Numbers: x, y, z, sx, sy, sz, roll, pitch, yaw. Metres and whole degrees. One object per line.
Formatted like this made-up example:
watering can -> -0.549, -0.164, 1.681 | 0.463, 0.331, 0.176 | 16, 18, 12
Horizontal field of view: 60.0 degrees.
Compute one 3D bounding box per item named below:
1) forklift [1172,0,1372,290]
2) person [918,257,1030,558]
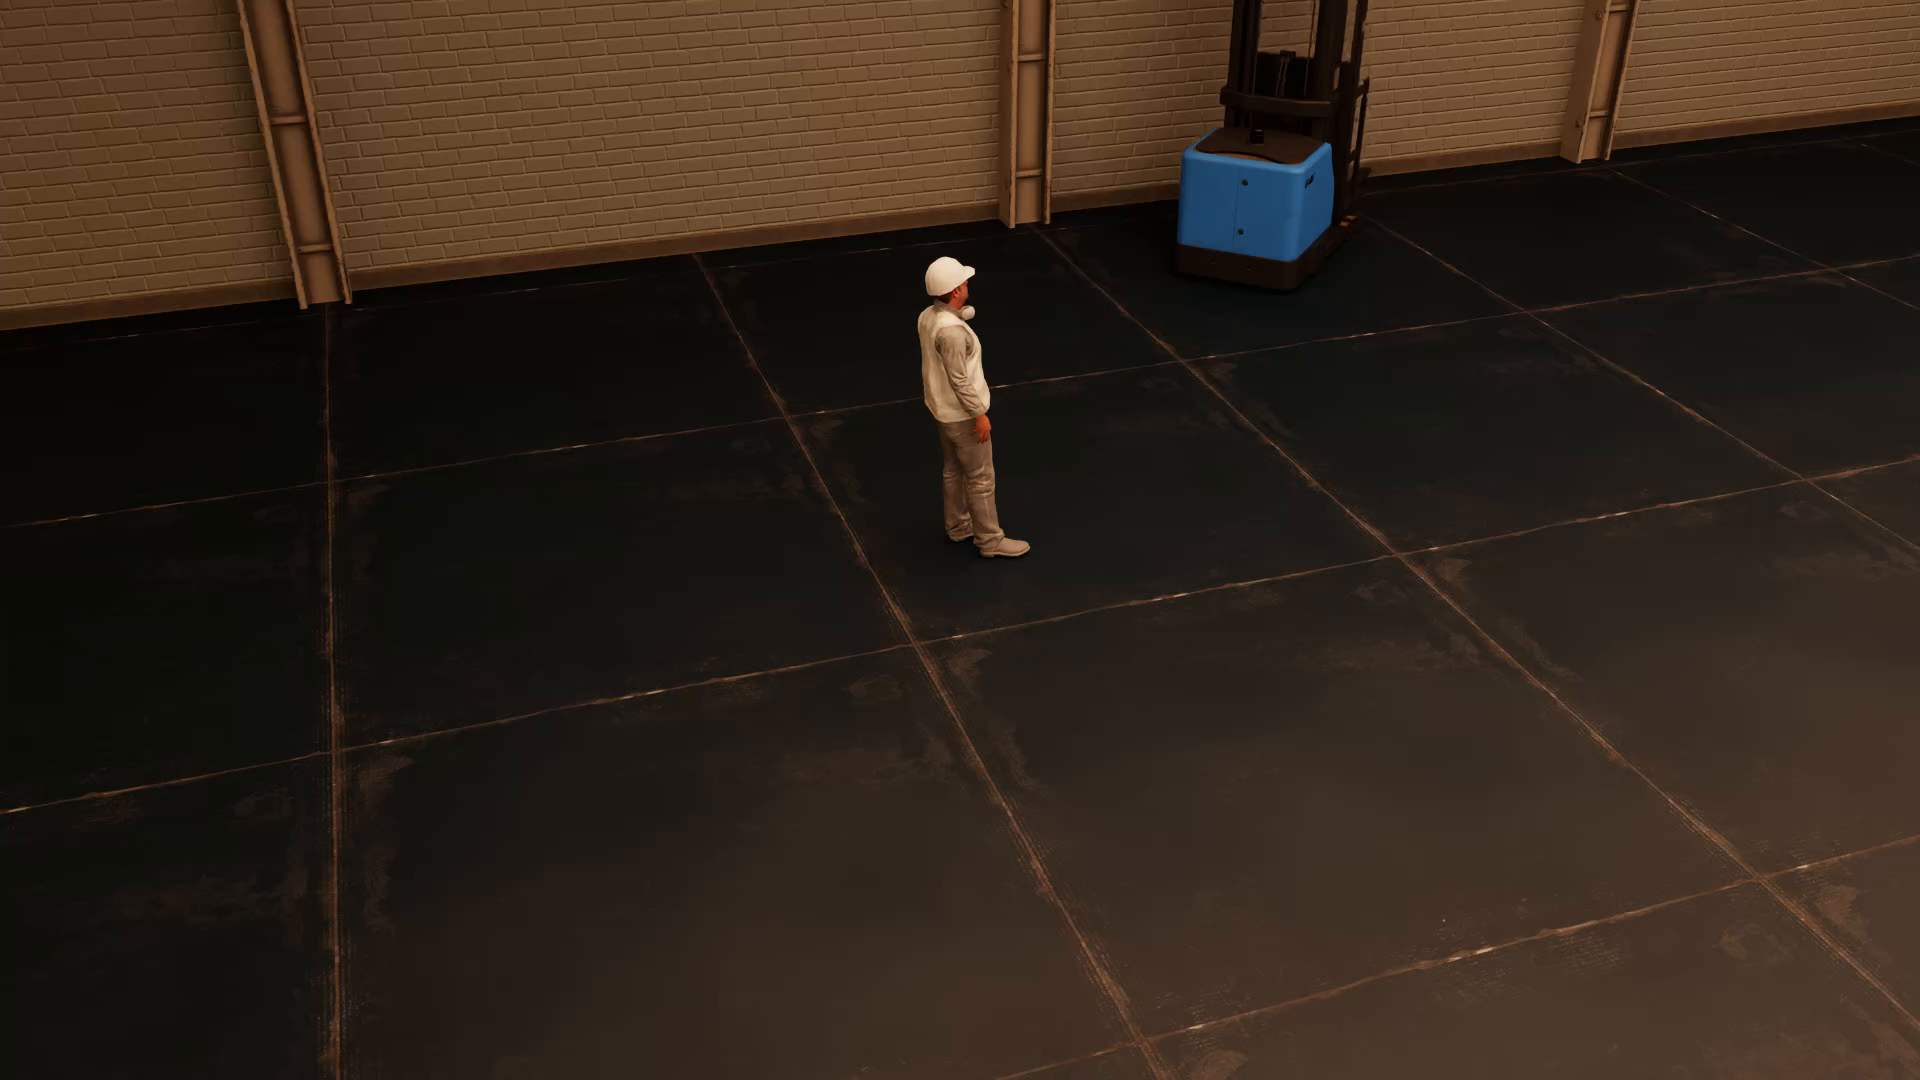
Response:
forklift -> 2.886, -3.988, 14.018 | 1.130, 2.935, 3.031 | 14, 33, 23
person -> 0.062, -0.782, 9.591 | 0.566, 1.775, 0.634 | -10, 31, -16
